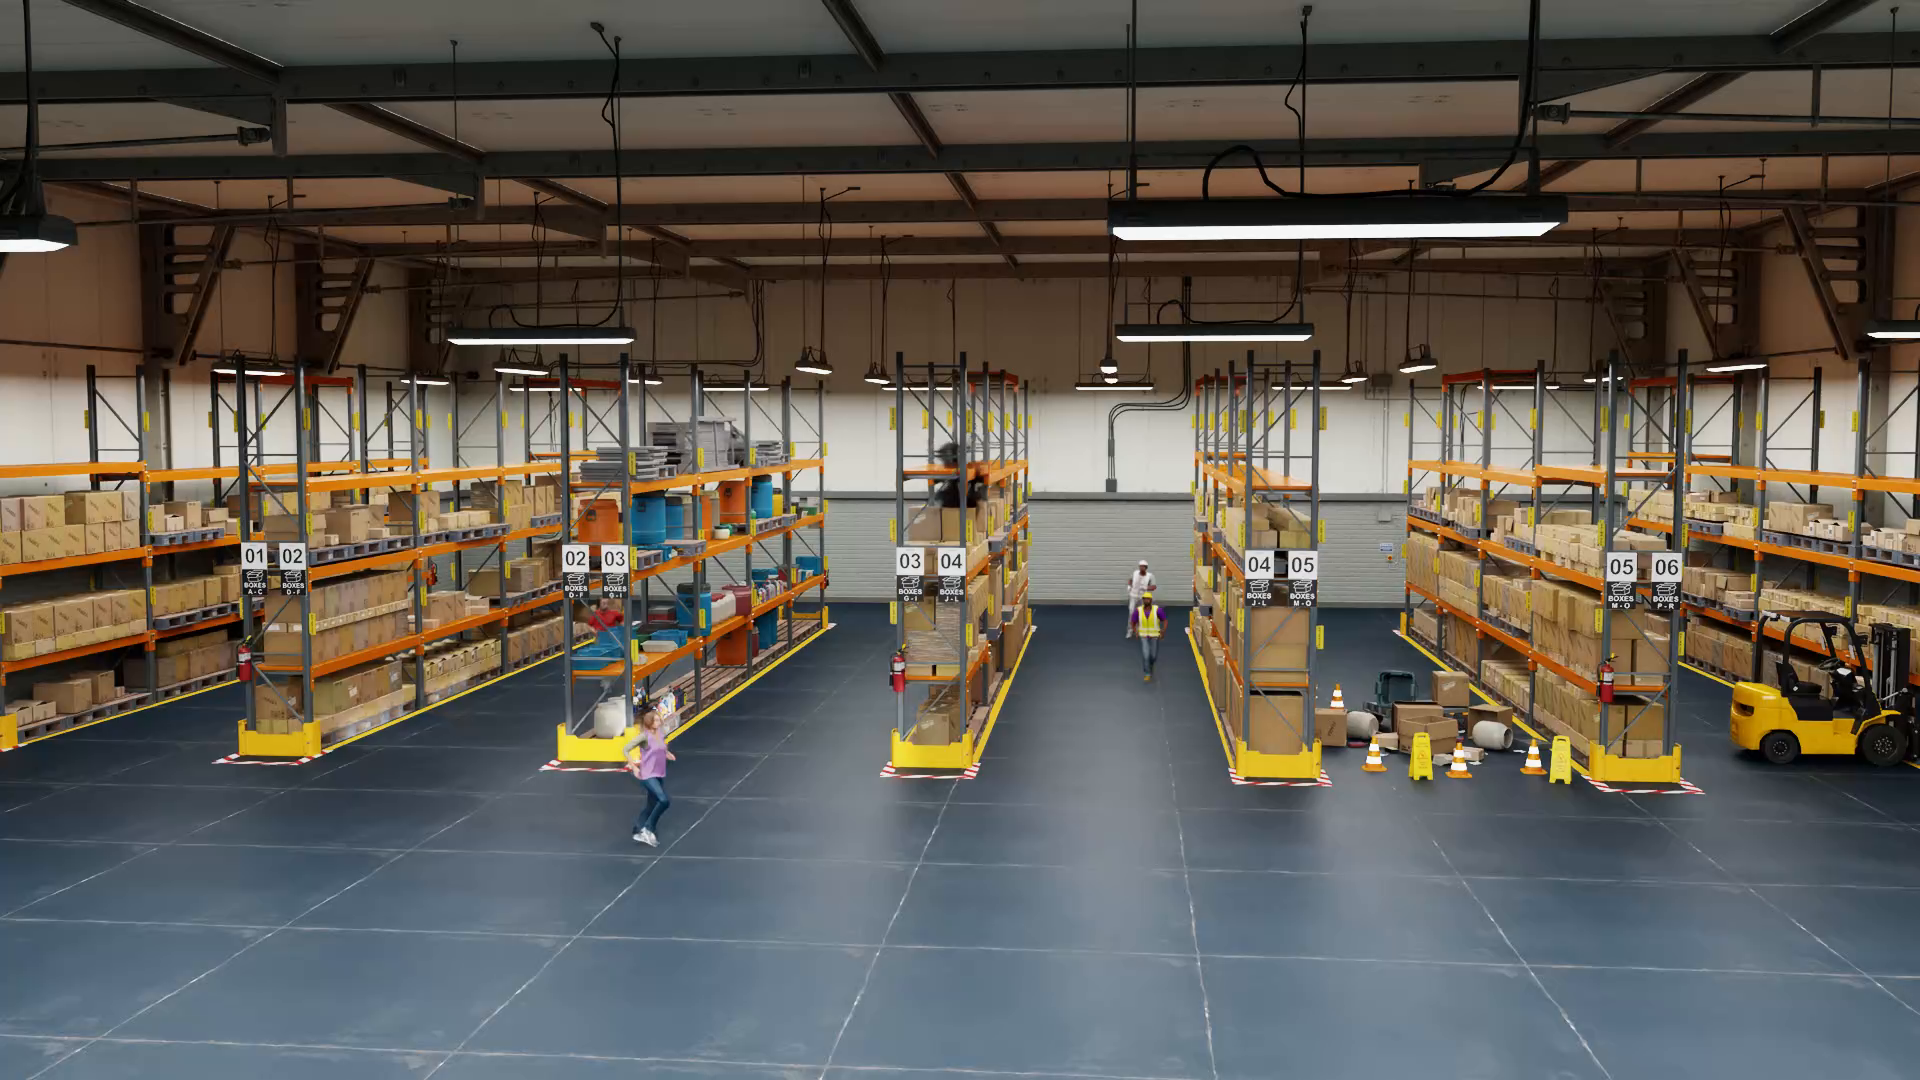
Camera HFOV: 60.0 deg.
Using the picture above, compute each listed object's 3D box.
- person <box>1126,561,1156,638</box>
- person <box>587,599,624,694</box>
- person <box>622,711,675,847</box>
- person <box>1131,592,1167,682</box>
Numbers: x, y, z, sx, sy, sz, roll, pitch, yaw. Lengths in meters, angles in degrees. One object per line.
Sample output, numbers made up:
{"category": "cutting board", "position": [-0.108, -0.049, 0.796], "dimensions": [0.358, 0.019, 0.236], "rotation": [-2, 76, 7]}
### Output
{"category": "person", "position": [4.245, 1.370, 38.813], "dimensions": [0.697, 1.804, 0.894], "rotation": [1, 4, 15]}
{"category": "person", "position": [-6.600, 1.942, 30.976], "dimensions": [0.682, 1.766, 0.869], "rotation": [0, 4, 0]}
{"category": "person", "position": [-3.611, 2.806, 19.583], "dimensions": [0.625, 1.580, 0.519], "rotation": [2, 4, 23]}
{"category": "person", "position": [3.640, 1.866, 32.091], "dimensions": [0.699, 1.727, 0.543], "rotation": [1, 4, 10]}
